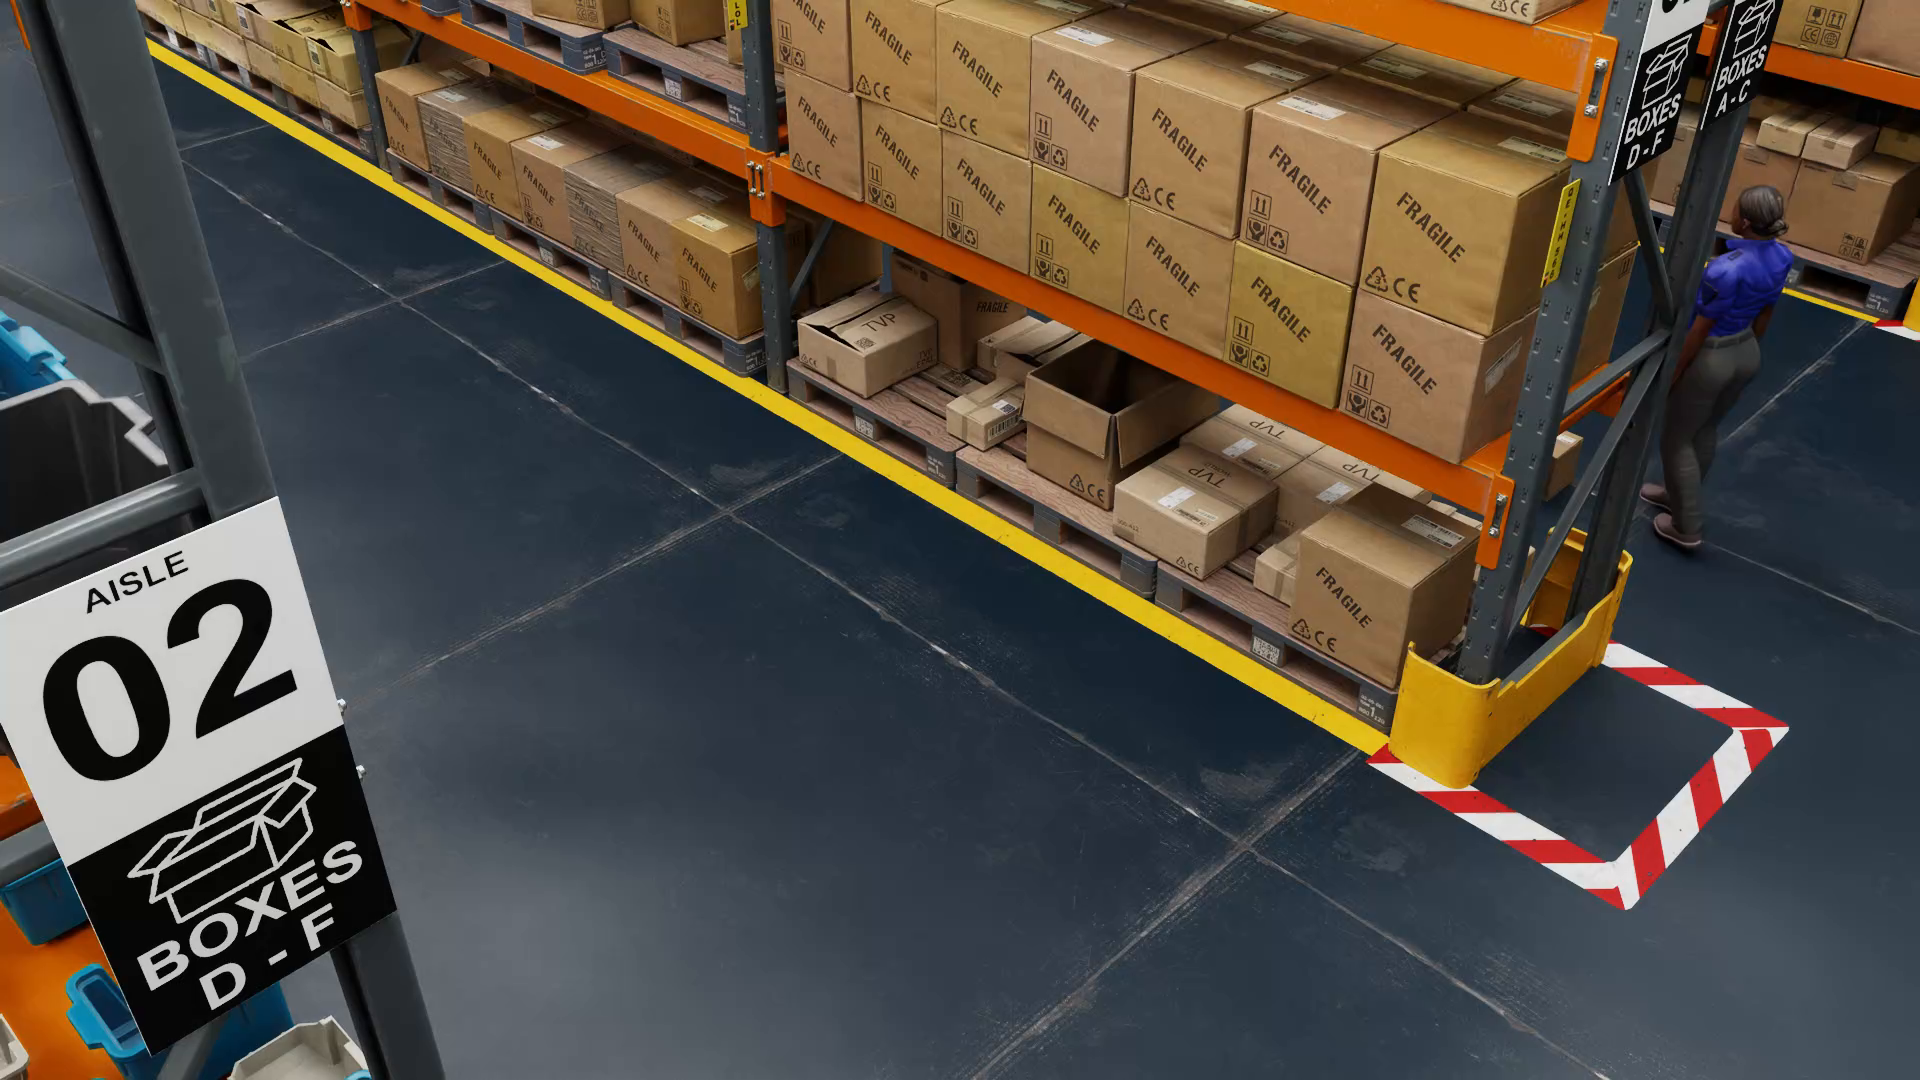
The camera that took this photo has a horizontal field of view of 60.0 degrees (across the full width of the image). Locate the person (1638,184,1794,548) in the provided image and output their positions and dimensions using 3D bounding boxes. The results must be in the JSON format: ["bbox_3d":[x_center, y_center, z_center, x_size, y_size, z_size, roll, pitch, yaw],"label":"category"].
[{"bbox_3d":[3.256,-0.753,7.192,0.454,1.673,0.528,-17,39,-22],"label":"person"}]
